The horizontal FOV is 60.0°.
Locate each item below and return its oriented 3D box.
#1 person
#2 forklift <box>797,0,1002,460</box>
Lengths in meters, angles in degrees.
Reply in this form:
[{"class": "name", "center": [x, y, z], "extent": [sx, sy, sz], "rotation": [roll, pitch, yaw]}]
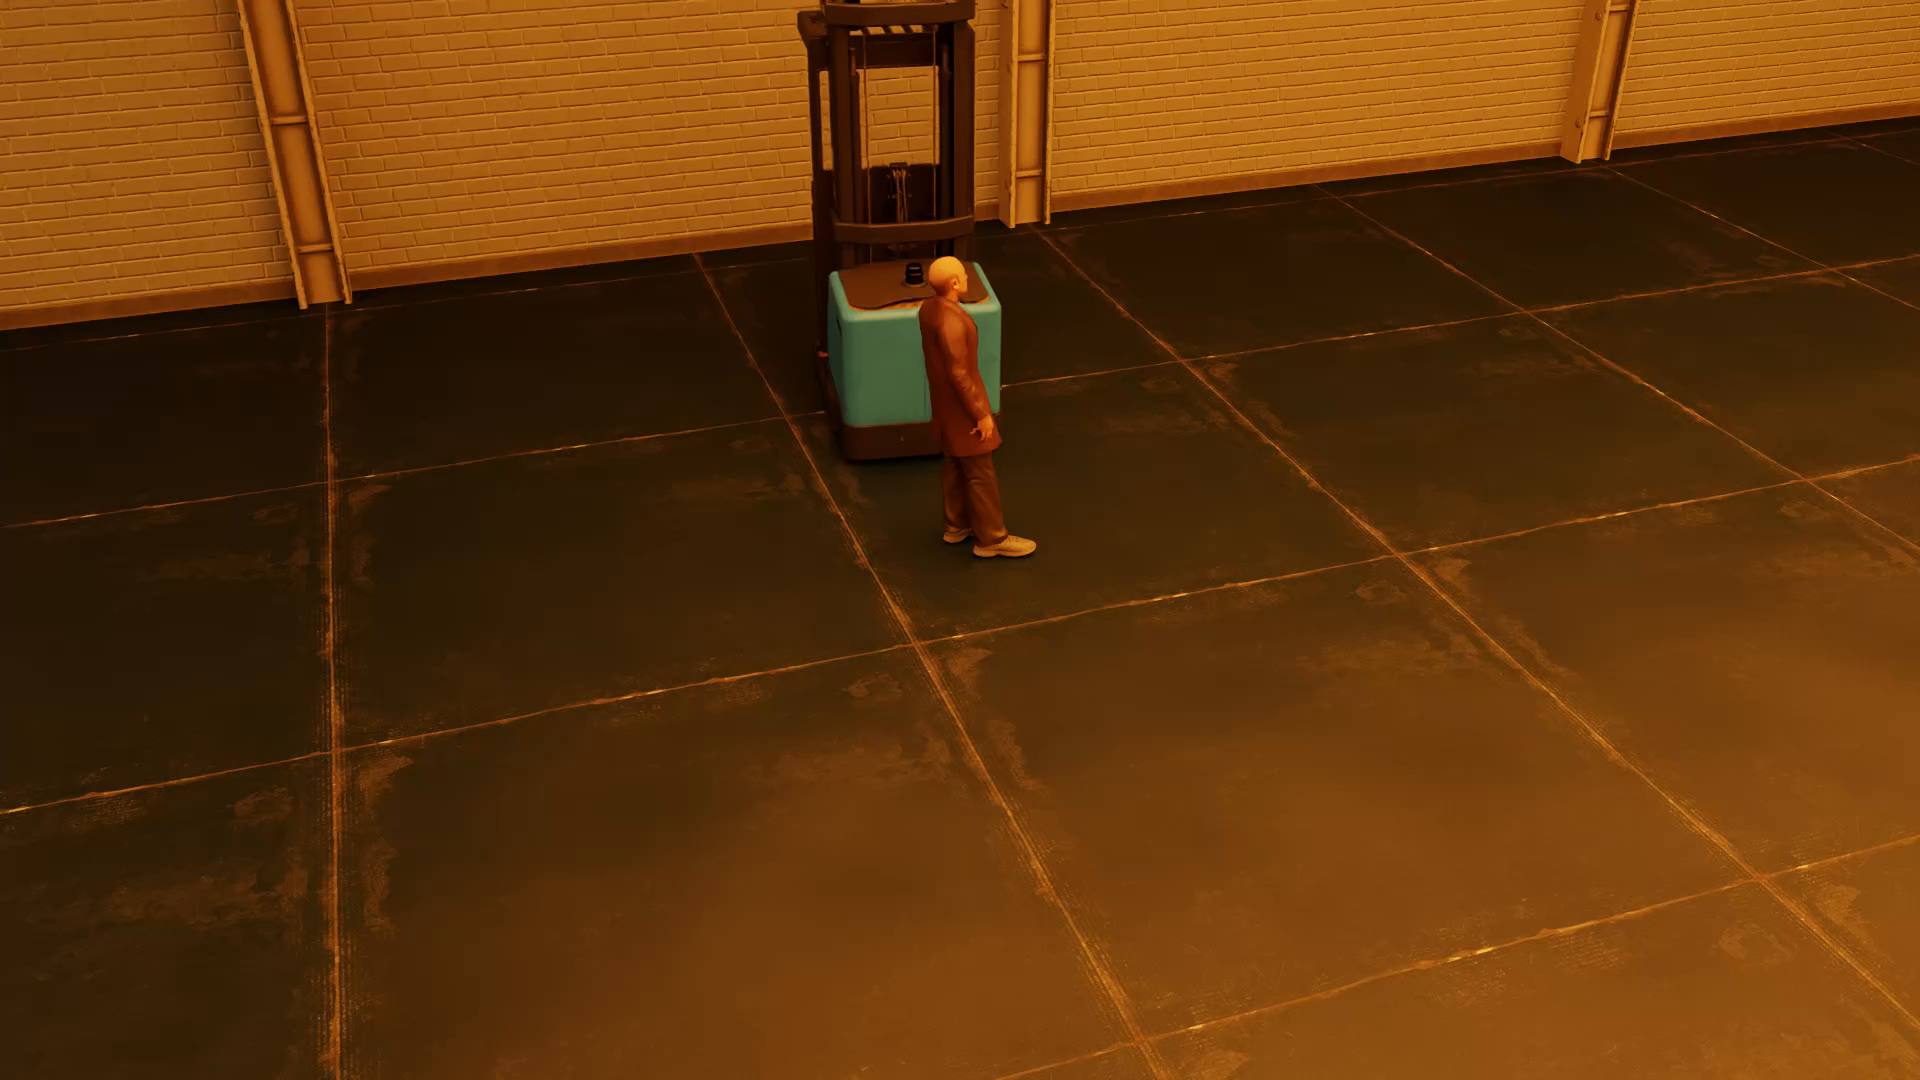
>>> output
[{"class": "person", "center": [0.088, -0.789, 9.601], "extent": [0.581, 1.776, 0.698], "rotation": [-10, 31, -16]}, {"class": "forklift", "center": [-0.490, -2.506, 11.442], "extent": [1.130, 2.935, 3.031], "rotation": [-5, 30, -9]}]
